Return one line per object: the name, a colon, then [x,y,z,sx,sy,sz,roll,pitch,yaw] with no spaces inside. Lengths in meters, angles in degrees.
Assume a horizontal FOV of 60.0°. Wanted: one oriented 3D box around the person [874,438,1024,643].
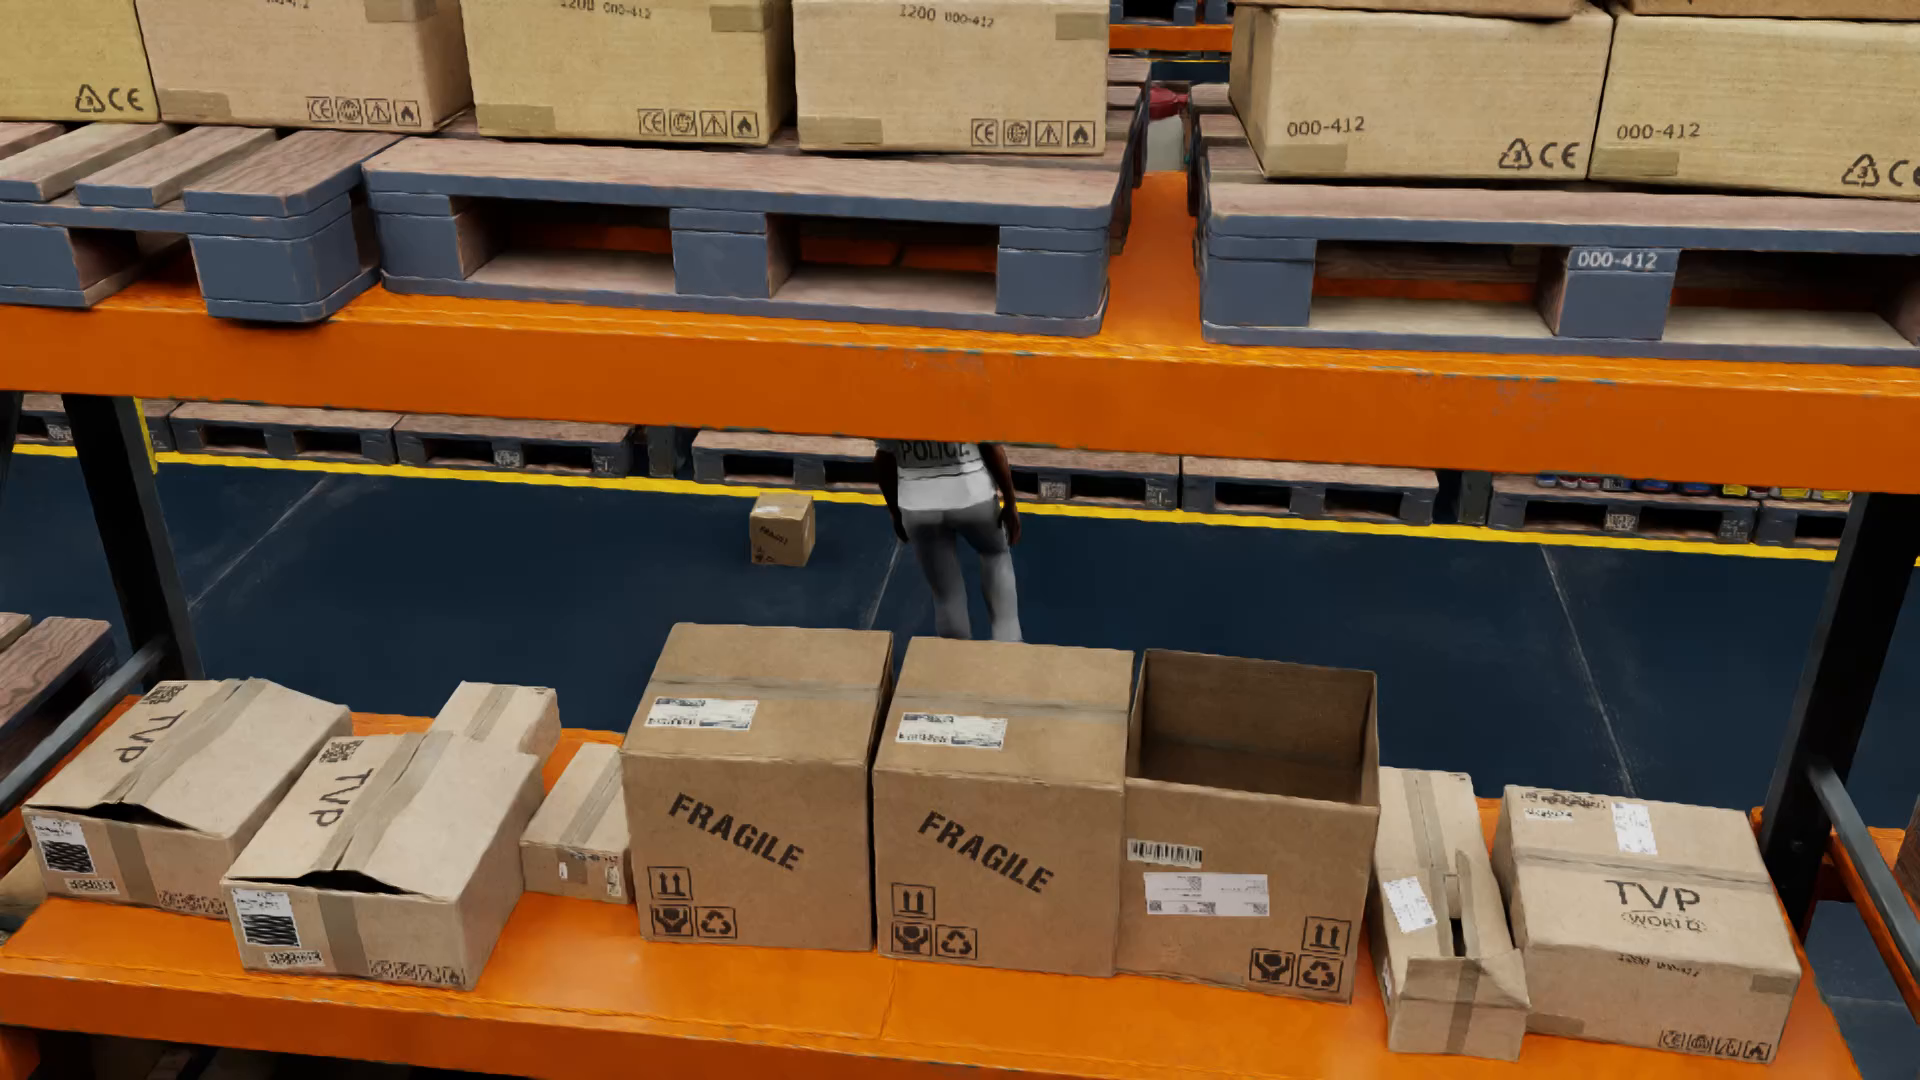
person: [0.010,-0.140,6.366,0.663,1.656,0.438,1,29,2]
